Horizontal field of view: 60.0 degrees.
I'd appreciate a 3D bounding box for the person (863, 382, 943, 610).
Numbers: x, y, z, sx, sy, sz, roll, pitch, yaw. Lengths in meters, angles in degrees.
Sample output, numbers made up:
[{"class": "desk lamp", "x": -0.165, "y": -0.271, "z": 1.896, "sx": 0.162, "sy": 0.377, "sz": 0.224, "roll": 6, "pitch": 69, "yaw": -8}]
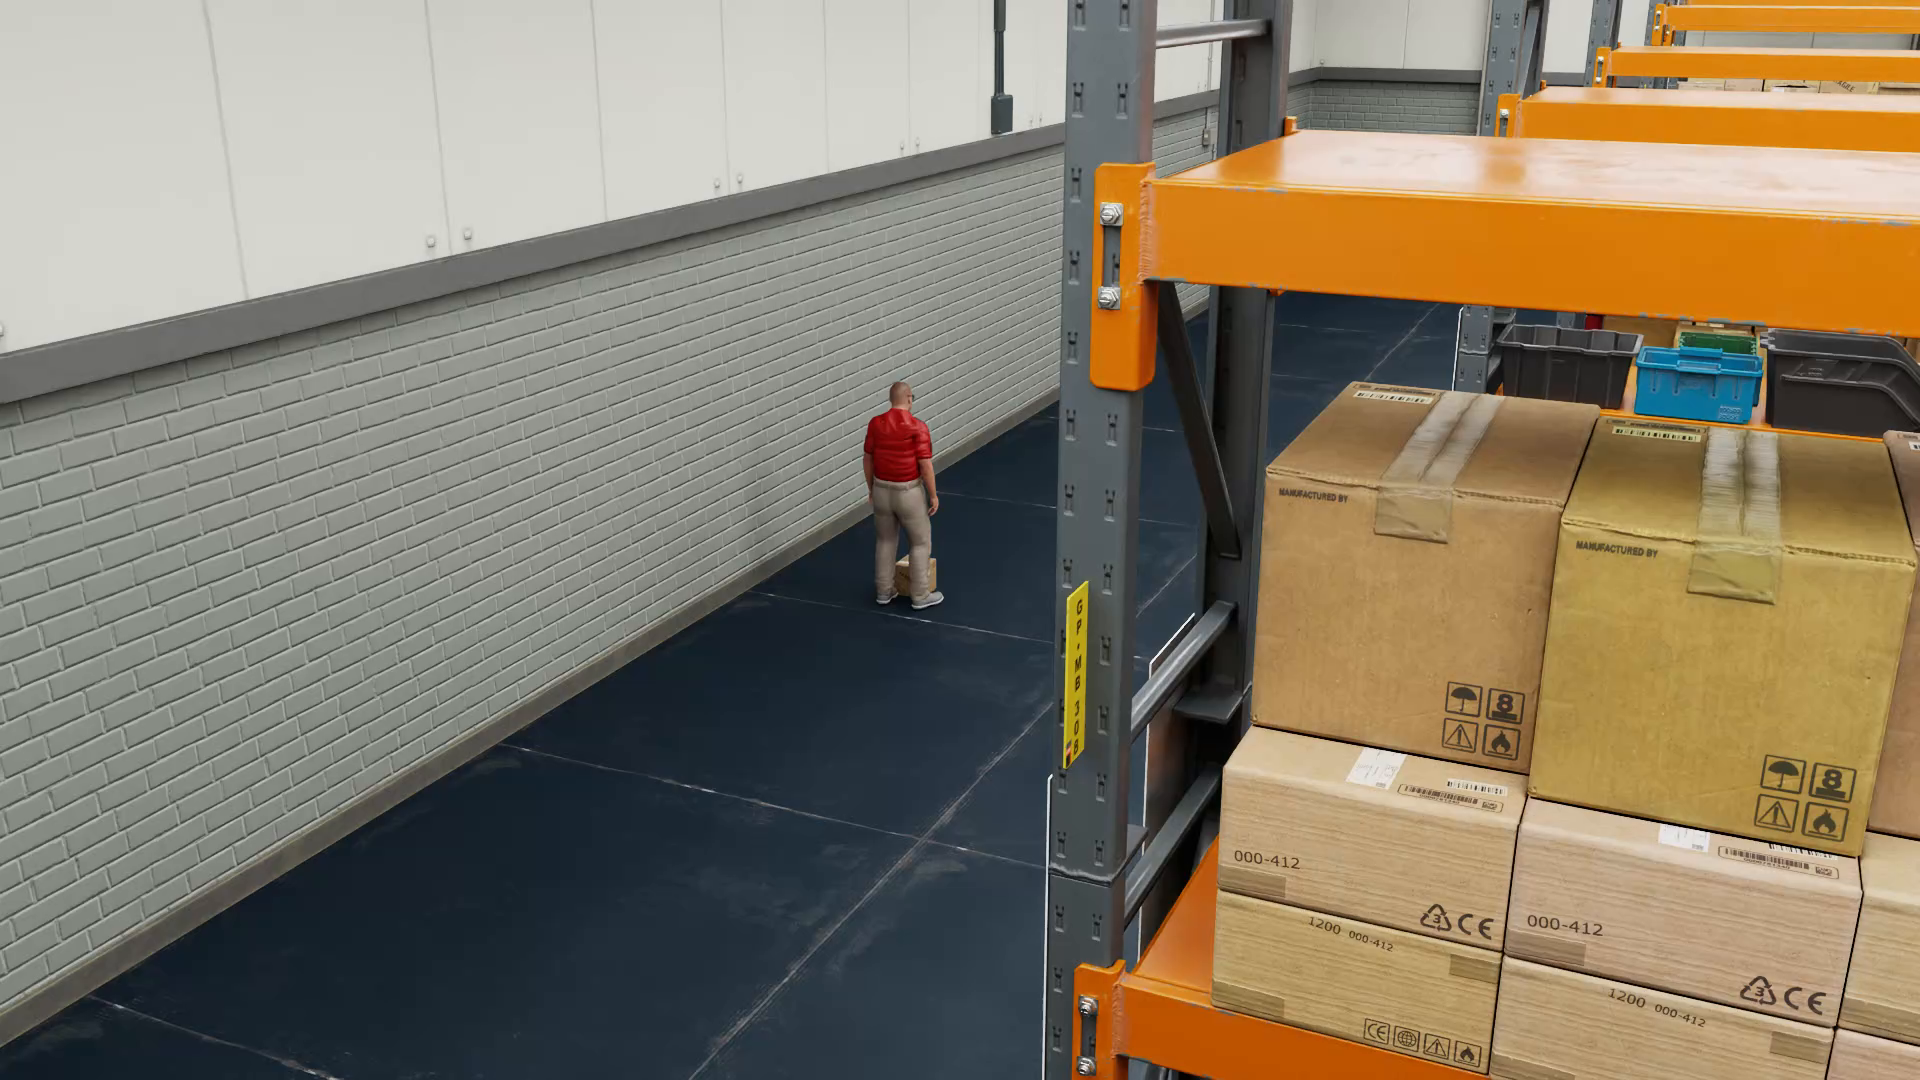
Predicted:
[{"class": "person", "x": -0.446, "y": -0.339, "z": 12.573, "sx": 0.585, "sy": 1.727, "sz": 0.392, "roll": 8, "pitch": 21, "yaw": 23}]
